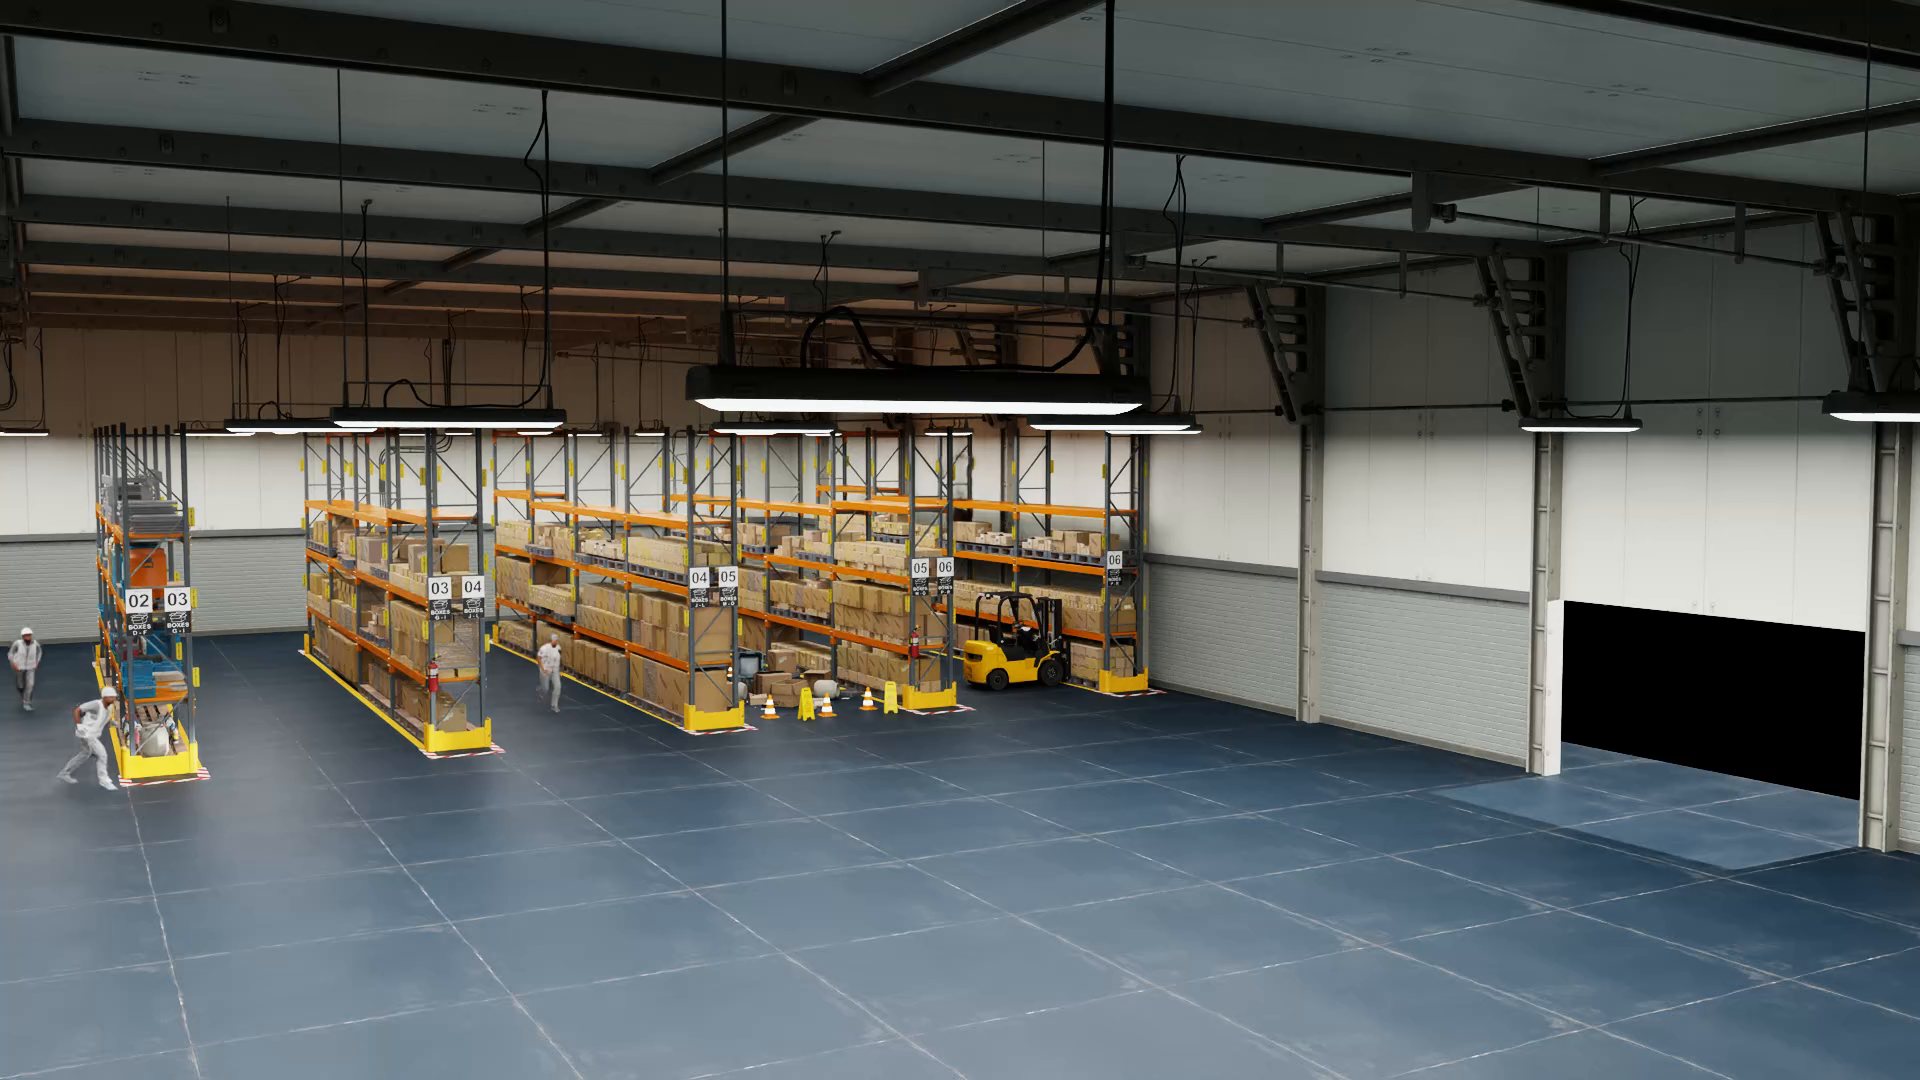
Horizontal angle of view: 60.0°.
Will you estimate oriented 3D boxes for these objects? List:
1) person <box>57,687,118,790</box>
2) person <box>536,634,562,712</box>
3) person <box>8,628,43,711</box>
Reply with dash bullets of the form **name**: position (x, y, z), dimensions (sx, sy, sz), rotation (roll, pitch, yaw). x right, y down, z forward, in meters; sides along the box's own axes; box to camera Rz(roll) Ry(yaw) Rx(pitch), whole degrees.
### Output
- **person**: position (-14.253, 3.257, 27.156), dimensions (1.053, 1.733, 0.729), rotation (0, 3, 3)
- **person**: position (-8.704, 2.803, 35.223), dimensions (0.606, 1.663, 0.920), rotation (-3, 4, -39)
- **person**: position (-19.915, 2.732, 35.439), dimensions (0.664, 1.763, 0.910), rotation (-2, 4, -36)
